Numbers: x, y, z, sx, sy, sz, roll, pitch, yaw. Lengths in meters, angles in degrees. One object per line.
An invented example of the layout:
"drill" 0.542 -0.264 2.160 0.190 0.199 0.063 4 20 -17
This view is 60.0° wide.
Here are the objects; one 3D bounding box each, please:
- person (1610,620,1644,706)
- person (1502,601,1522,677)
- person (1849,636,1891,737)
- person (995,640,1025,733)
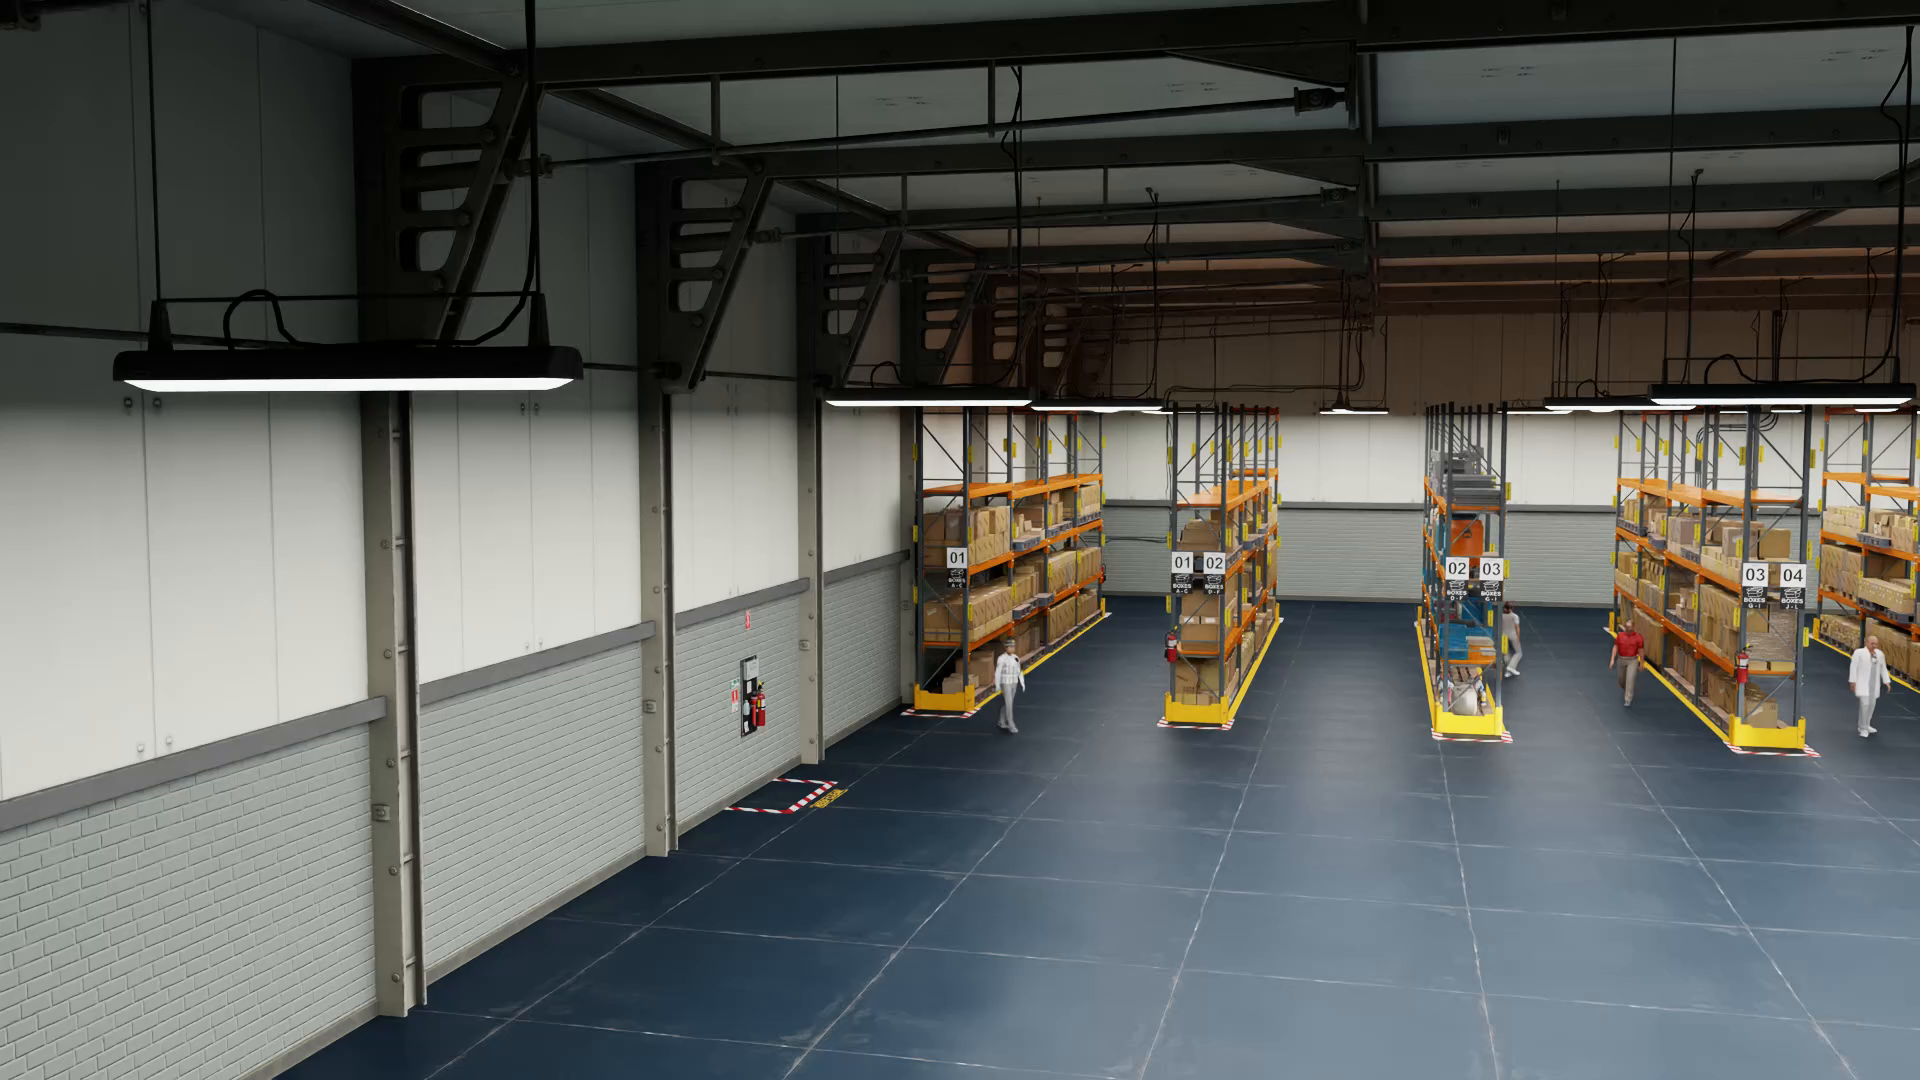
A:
"person" 13.271 2.428 33.085 0.618 1.677 1.012 3 5 35
"person" 12.093 2.188 36.572 0.525 1.667 0.485 3 5 35
"person" 16.401 2.703 30.016 0.646 1.731 0.554 0 4 -4
"person" 0.929 2.639 30.311 0.548 1.651 0.806 -4 6 -42
